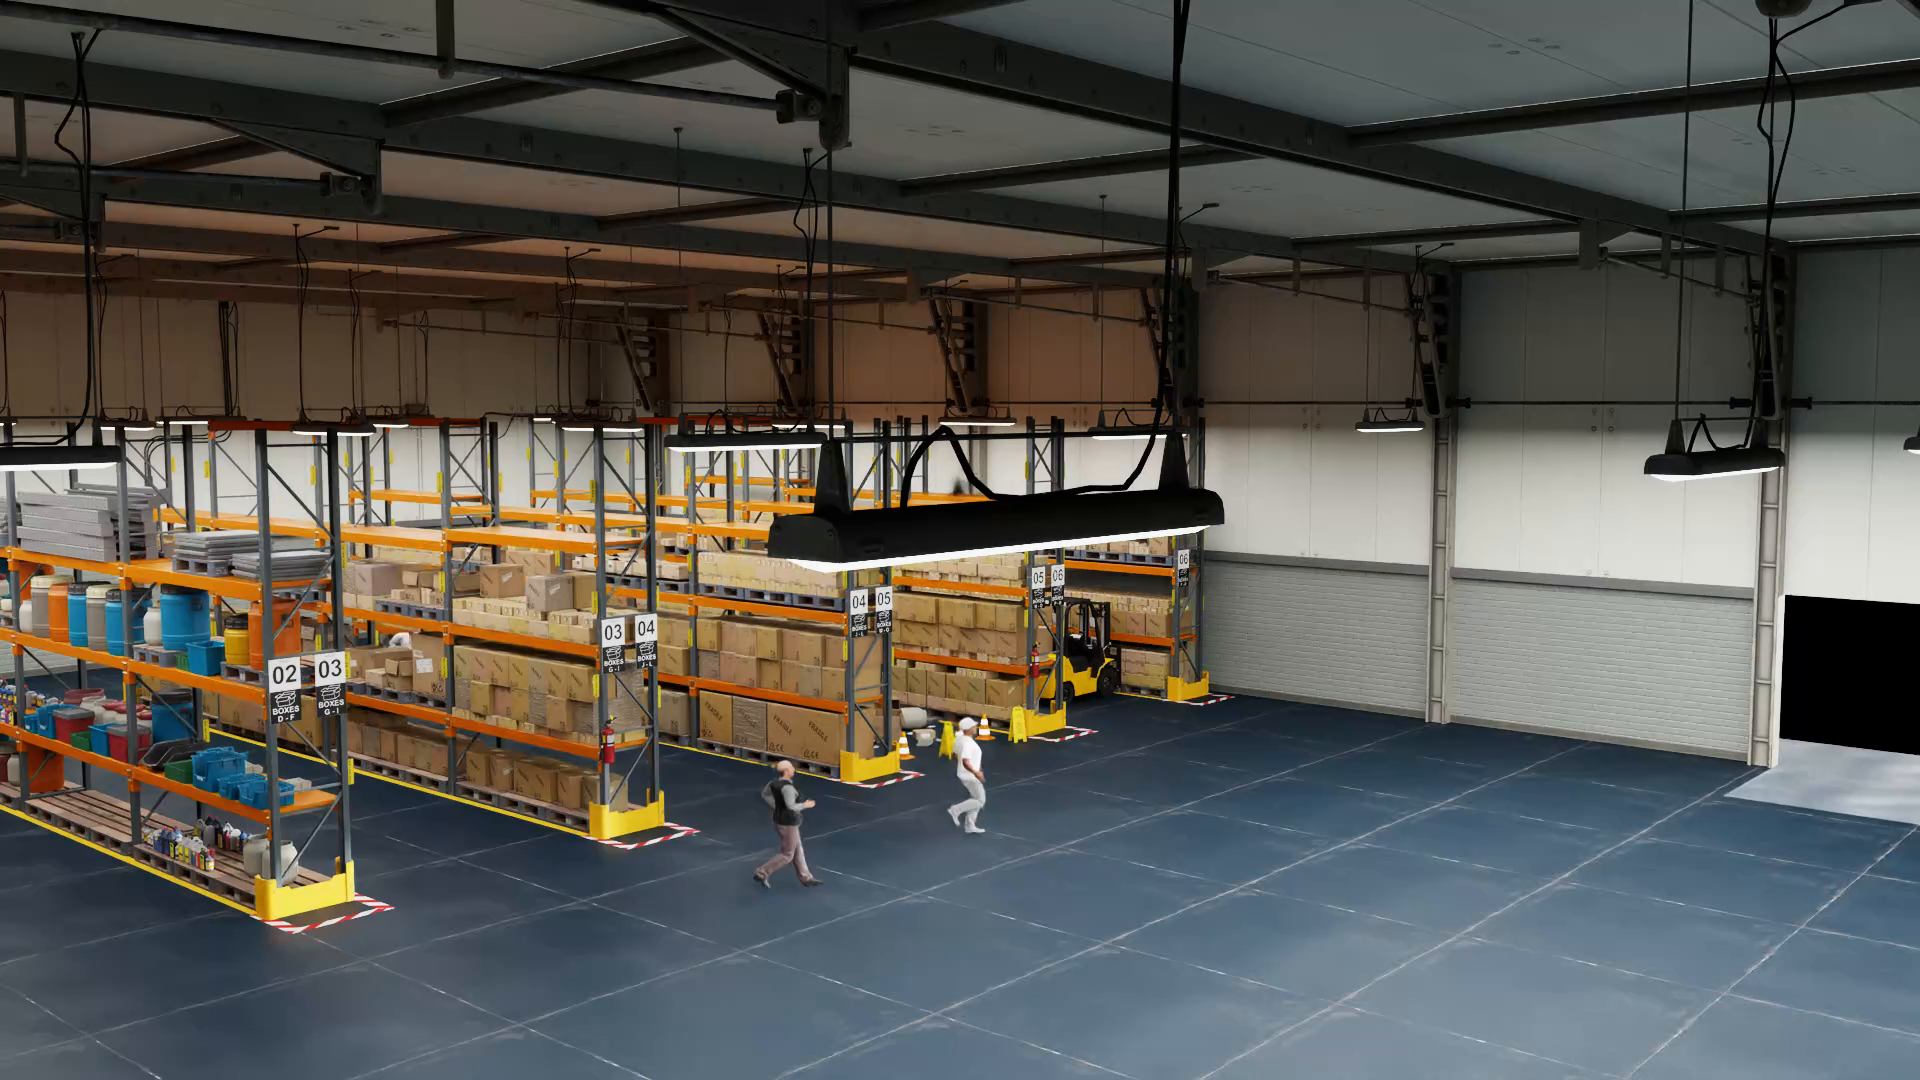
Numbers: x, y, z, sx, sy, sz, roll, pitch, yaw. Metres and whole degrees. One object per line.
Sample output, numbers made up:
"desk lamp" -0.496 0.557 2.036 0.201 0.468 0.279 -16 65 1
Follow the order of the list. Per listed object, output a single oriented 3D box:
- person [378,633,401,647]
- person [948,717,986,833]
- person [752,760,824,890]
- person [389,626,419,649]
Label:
"person" -13.723 2.155 40.034 0.580 1.739 0.848 4 6 37
"person" 0.081 3.455 24.359 0.592 1.726 0.702 -1 5 -14
"person" -2.209 3.663 21.358 0.990 1.693 0.663 -2 5 -23
"person" -11.468 2.599 34.572 1.043 1.854 0.648 3 6 33
